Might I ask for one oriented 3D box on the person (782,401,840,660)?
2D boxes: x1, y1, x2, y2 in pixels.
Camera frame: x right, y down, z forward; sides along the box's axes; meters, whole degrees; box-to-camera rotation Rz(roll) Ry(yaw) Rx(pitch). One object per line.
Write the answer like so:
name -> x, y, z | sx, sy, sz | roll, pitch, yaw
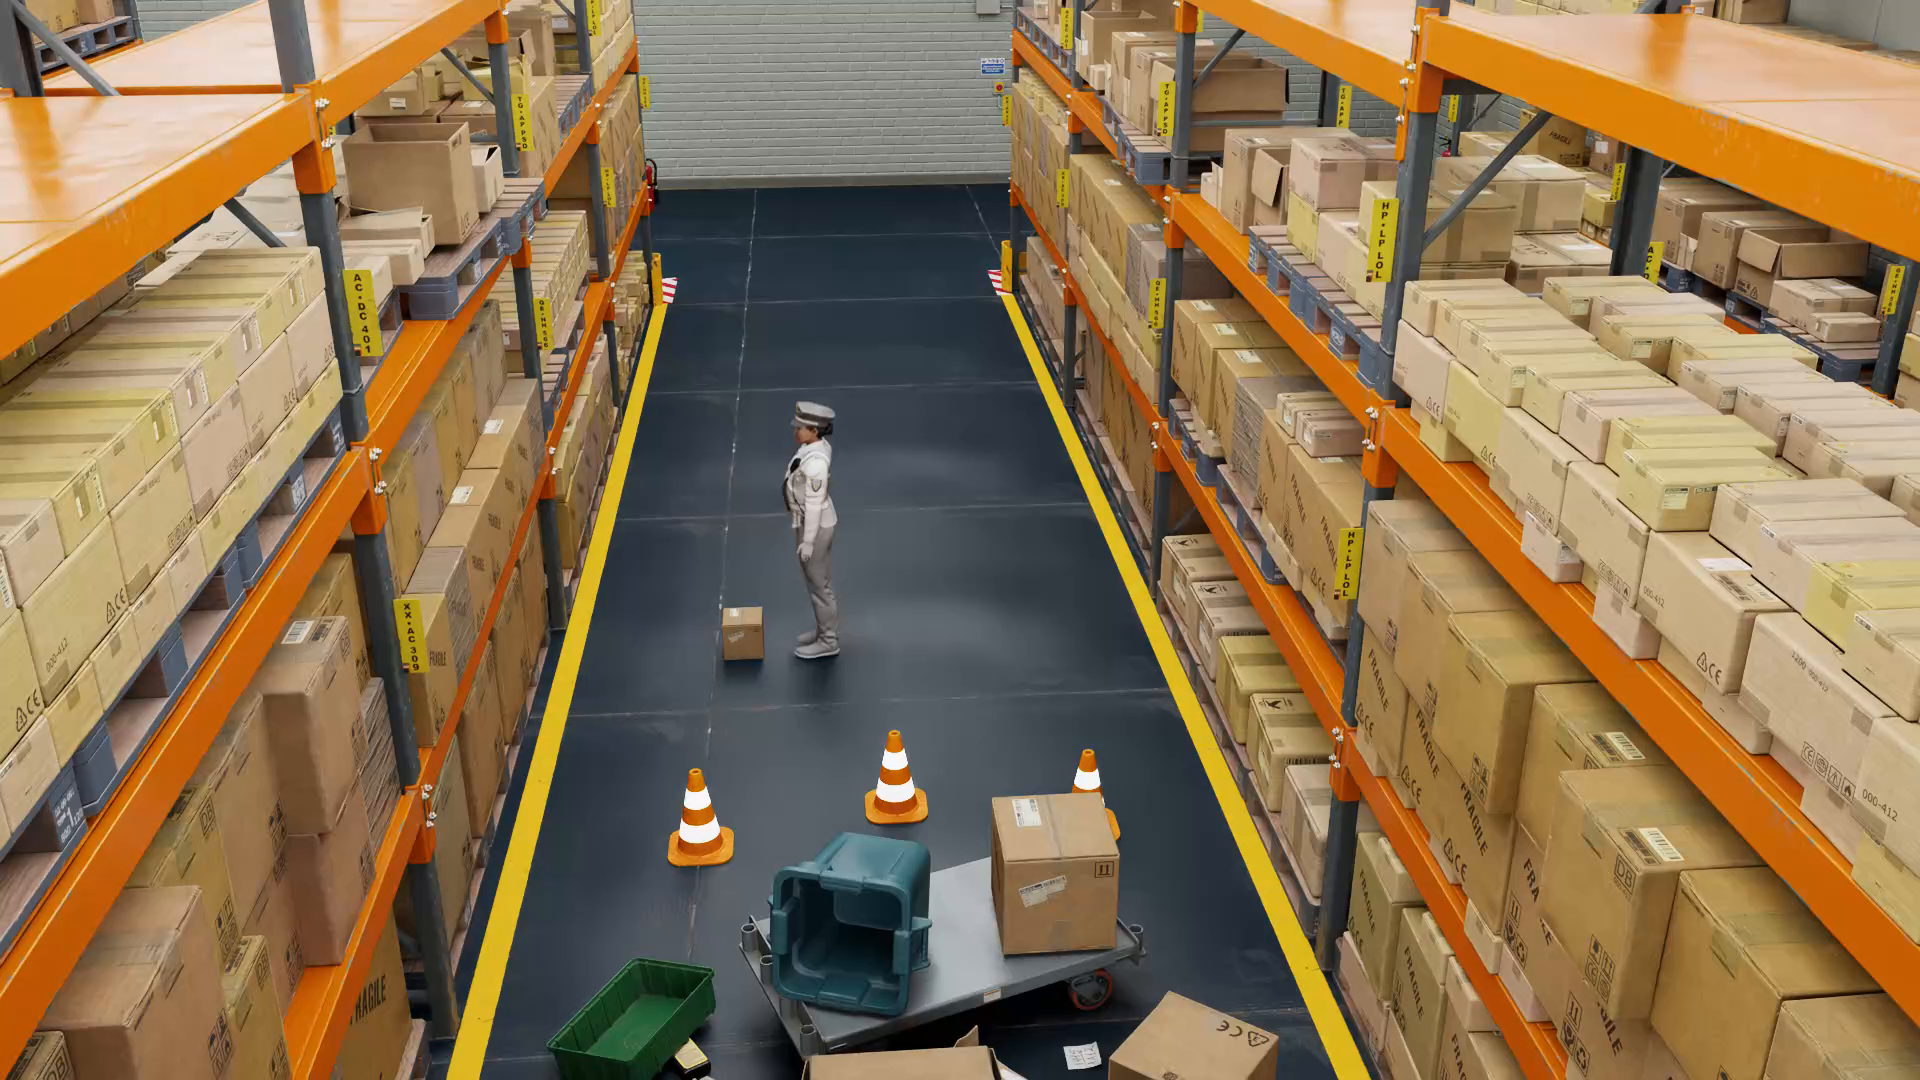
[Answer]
person -> -0.928, -0.054, 10.434 | 0.339, 1.712, 0.470 | -2, 24, -4
